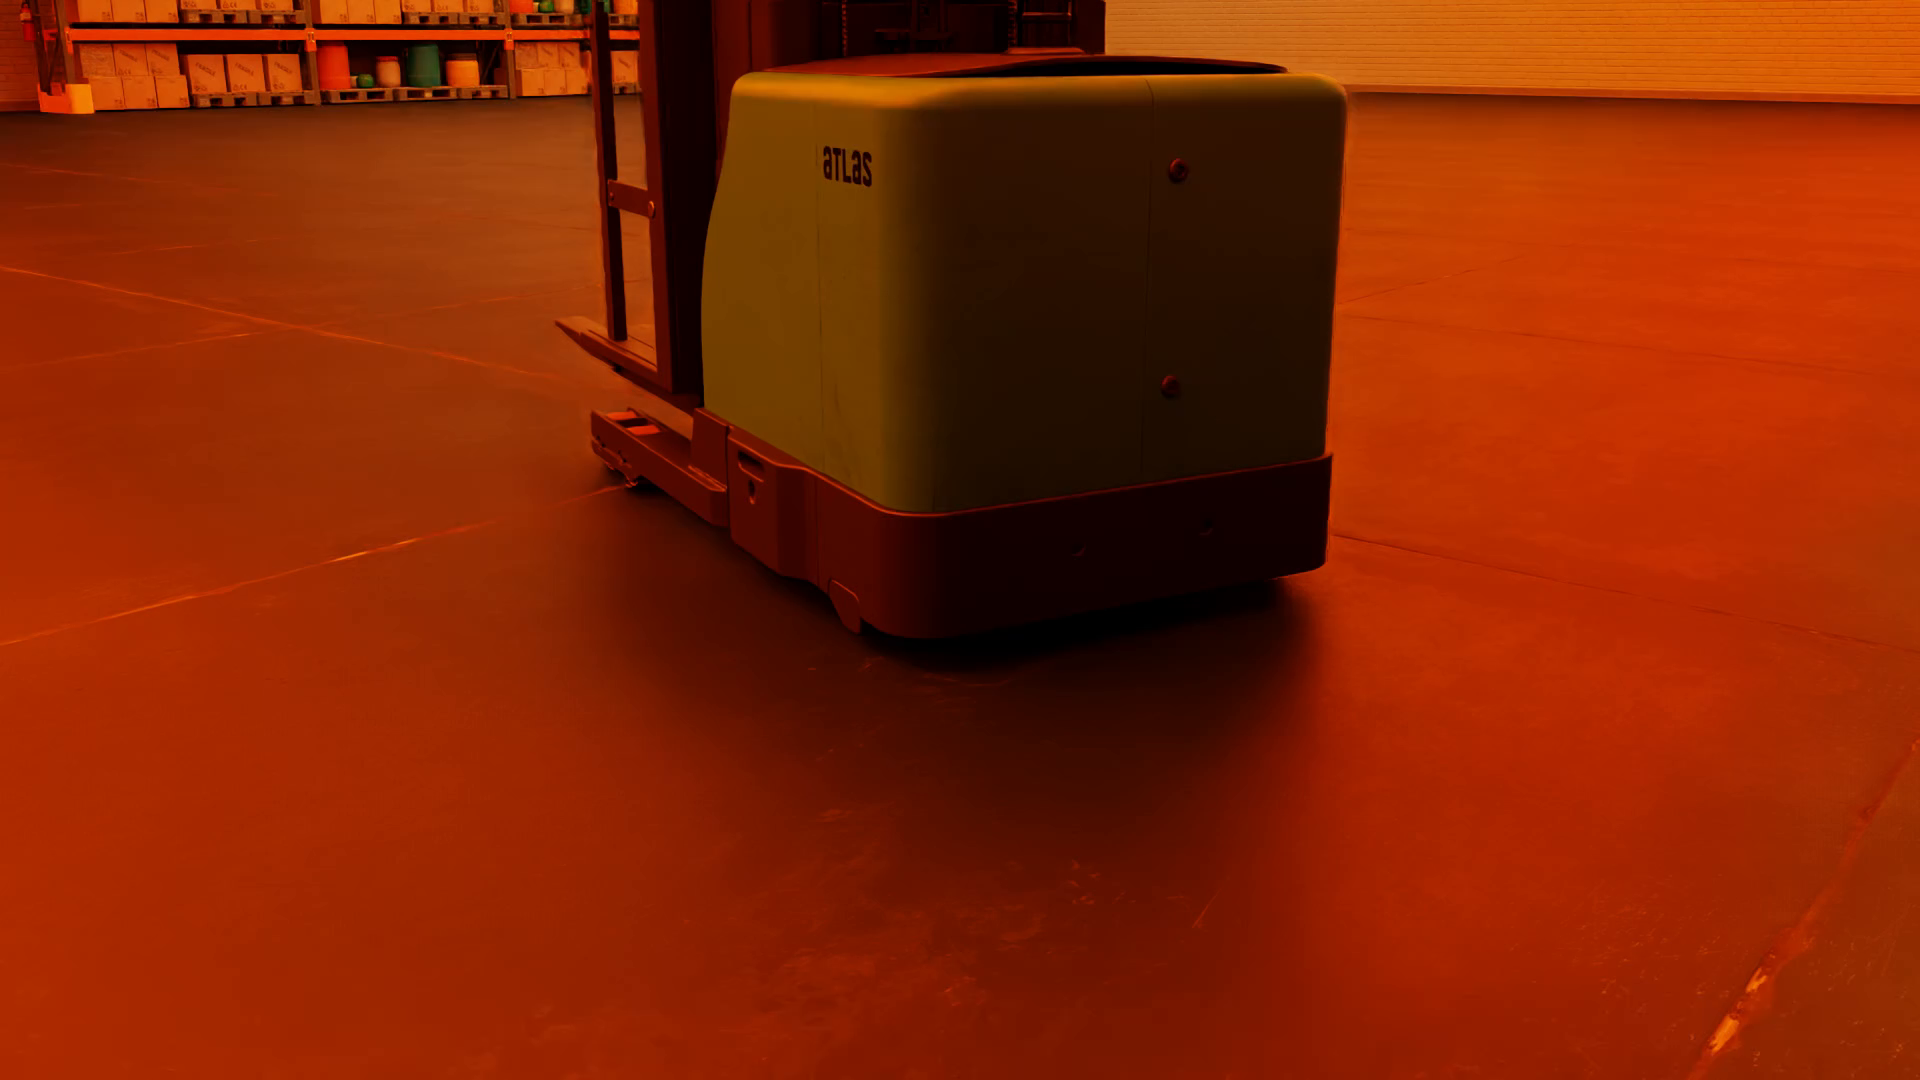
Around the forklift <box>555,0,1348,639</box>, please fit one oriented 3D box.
[{"bbox_3d":[-0.359,-1.597,4.157,1.130,2.935,3.031,-9,19,-27],"label":"forklift"}]
